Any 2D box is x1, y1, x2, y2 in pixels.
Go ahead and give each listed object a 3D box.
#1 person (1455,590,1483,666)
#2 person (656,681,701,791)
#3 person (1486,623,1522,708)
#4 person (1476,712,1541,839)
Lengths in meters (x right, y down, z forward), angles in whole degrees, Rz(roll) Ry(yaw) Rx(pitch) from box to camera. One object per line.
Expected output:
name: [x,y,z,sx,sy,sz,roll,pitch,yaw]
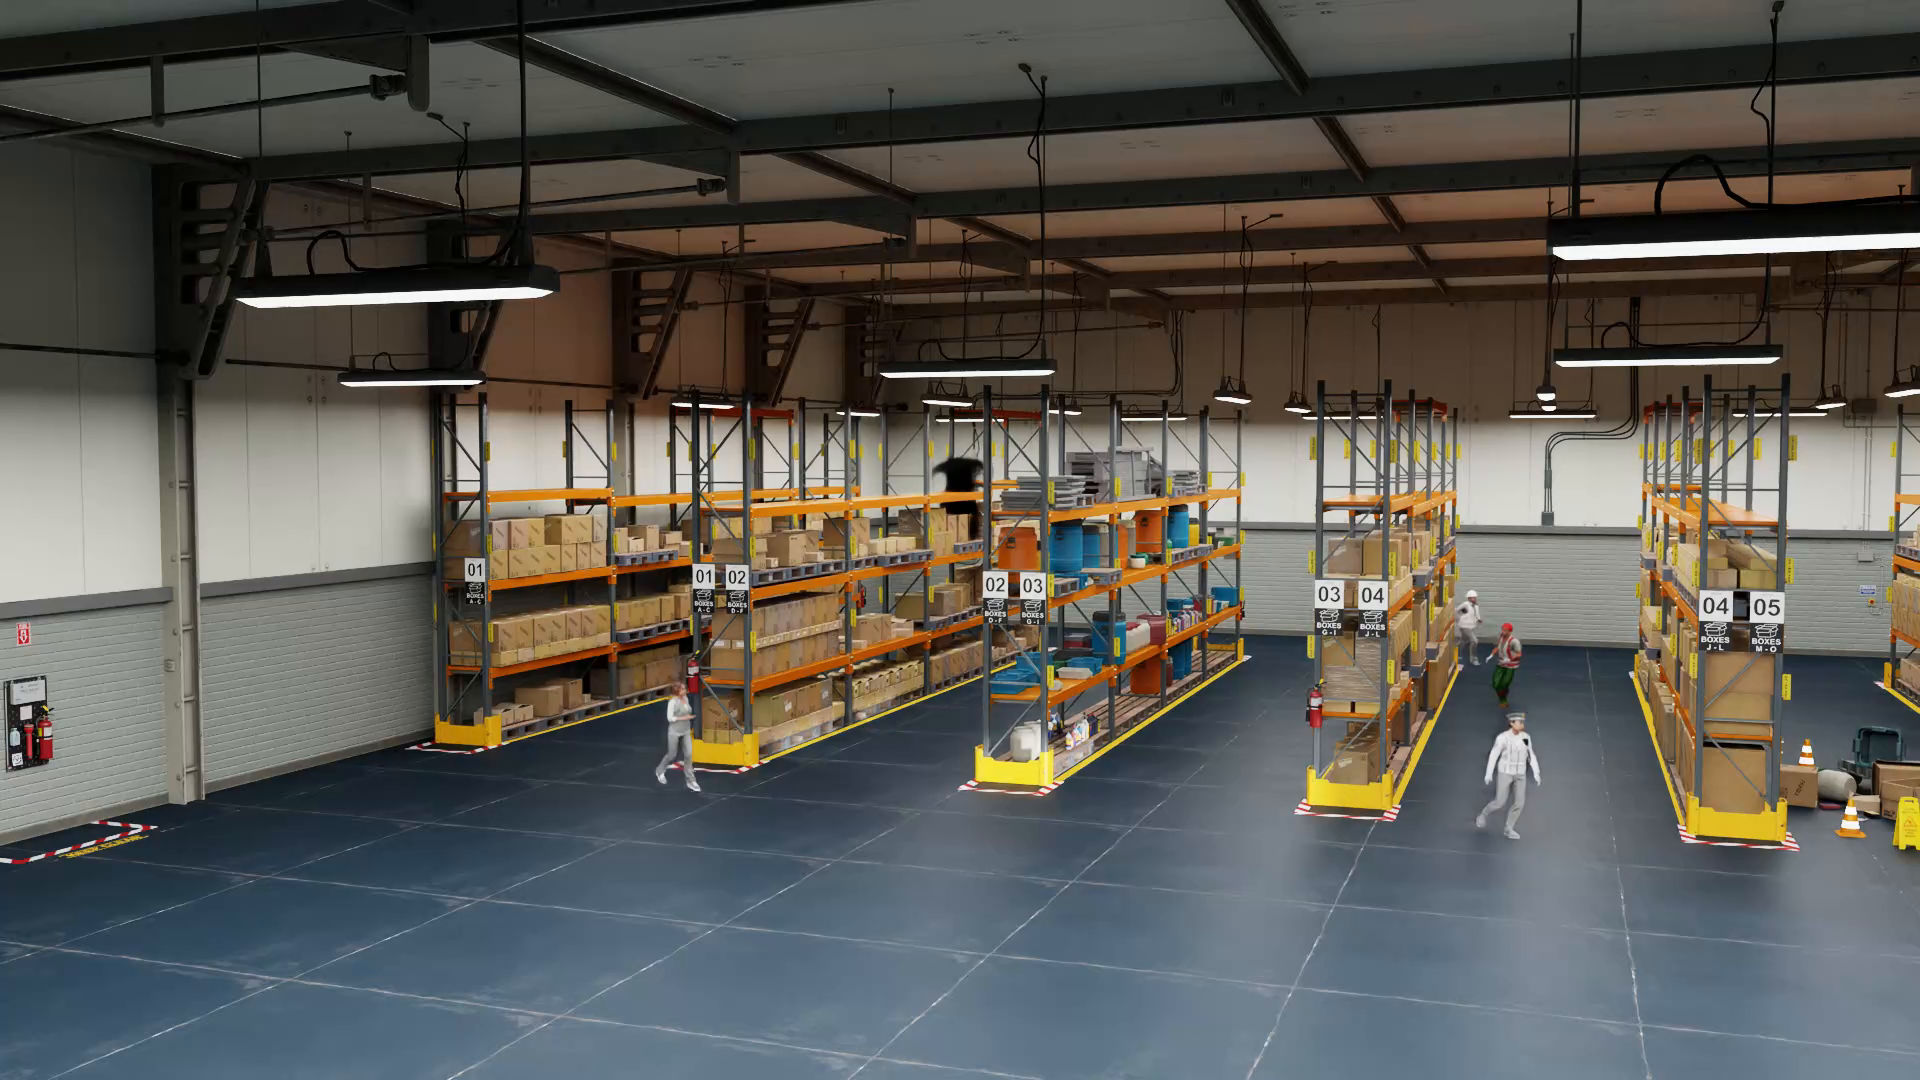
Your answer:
person: [11.890,2.063,39.109,0.632,1.788,0.888,-3,4,-44]
person: [-4.170,2.866,24.502,0.888,1.592,0.521,3,4,40]
person: [10.673,2.450,32.496,0.581,1.694,0.773,-3,4,-42]
person: [7.109,3.028,21.578,0.649,1.654,0.652,-1,3,-11]
